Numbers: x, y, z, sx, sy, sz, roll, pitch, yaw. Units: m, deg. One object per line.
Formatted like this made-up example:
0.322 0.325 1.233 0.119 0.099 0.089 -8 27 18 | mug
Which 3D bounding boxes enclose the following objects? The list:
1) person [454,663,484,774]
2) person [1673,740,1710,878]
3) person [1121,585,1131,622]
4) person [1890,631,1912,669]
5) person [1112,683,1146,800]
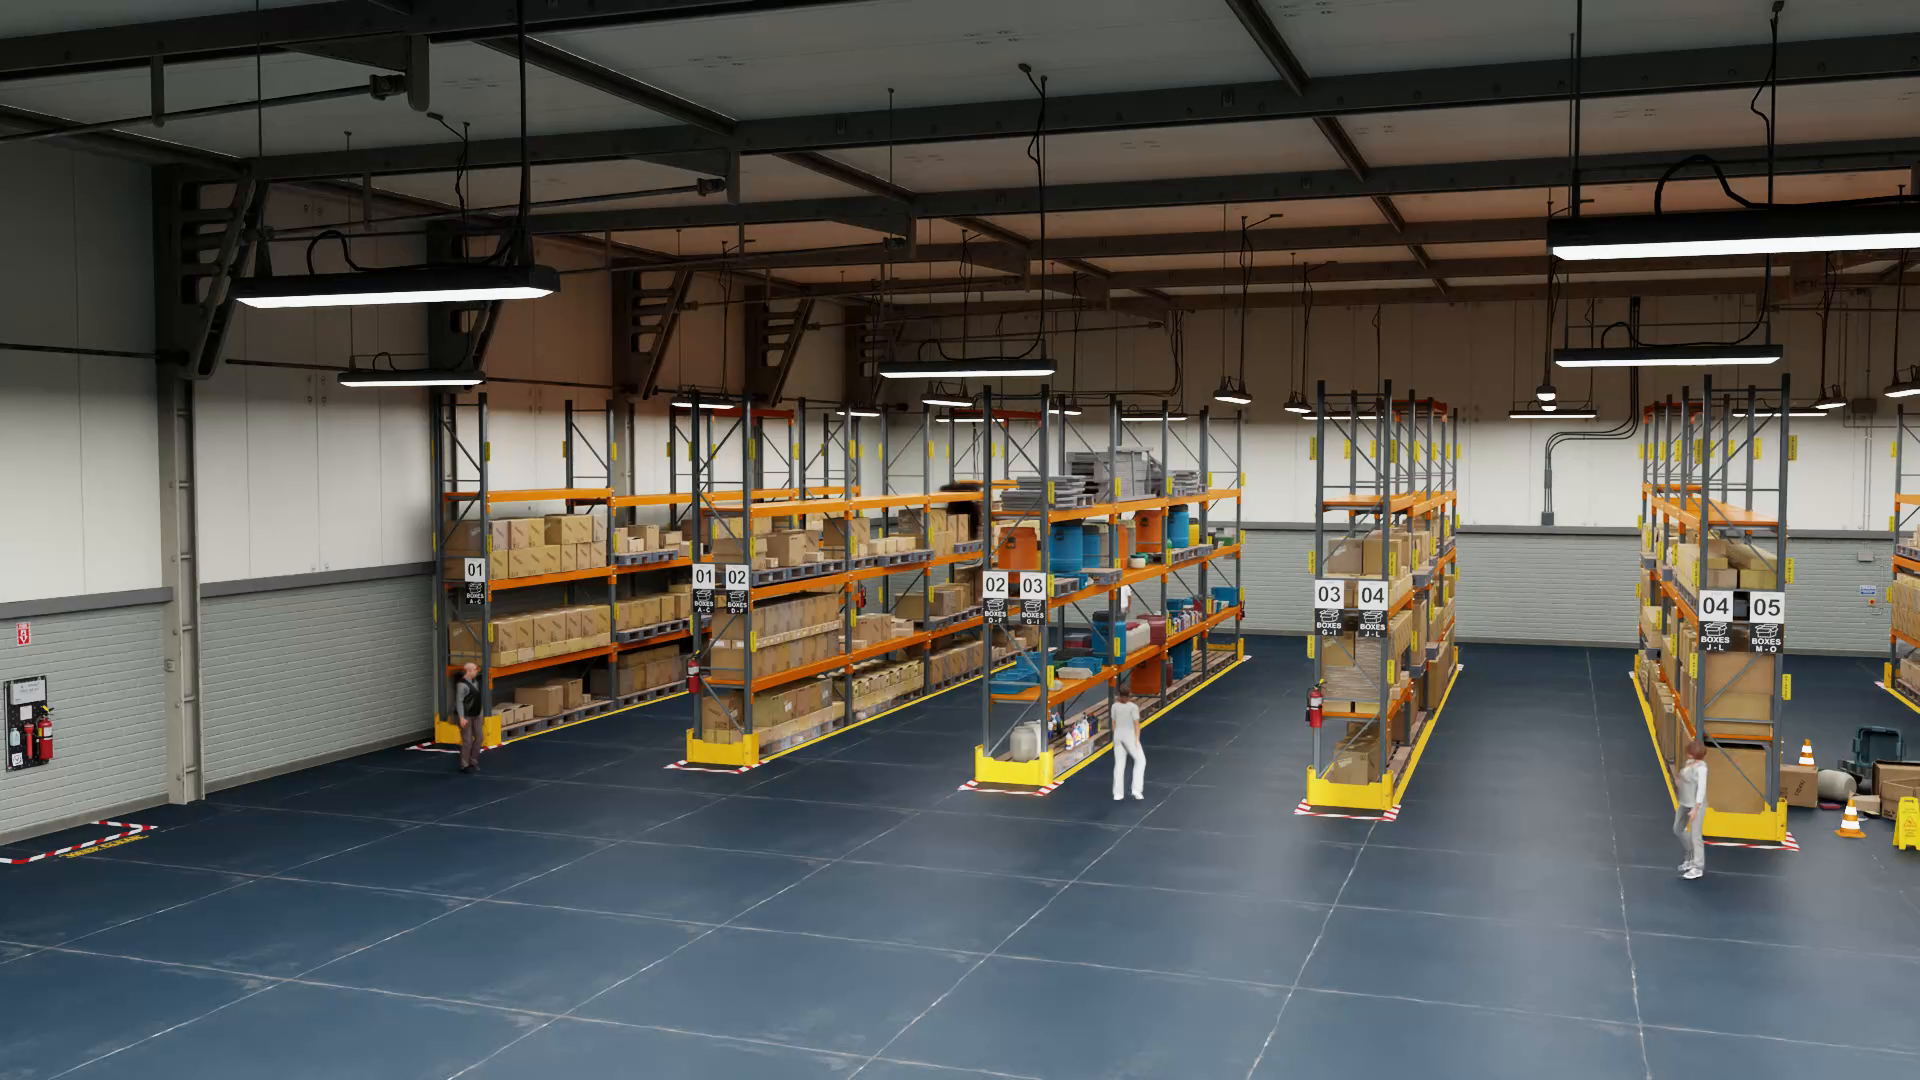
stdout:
-7.690 2.800 25.967 0.370 1.786 0.619 1 3 10 | person
8.629 3.156 19.621 0.365 1.612 0.523 0 3 -8 | person
4.294 1.765 44.208 0.741 1.758 0.584 -3 4 -43 | person
21.718 2.126 38.294 0.562 1.730 0.471 0 3 -4 | person
2.401 2.908 23.852 0.474 1.716 0.554 3 4 40 | person
